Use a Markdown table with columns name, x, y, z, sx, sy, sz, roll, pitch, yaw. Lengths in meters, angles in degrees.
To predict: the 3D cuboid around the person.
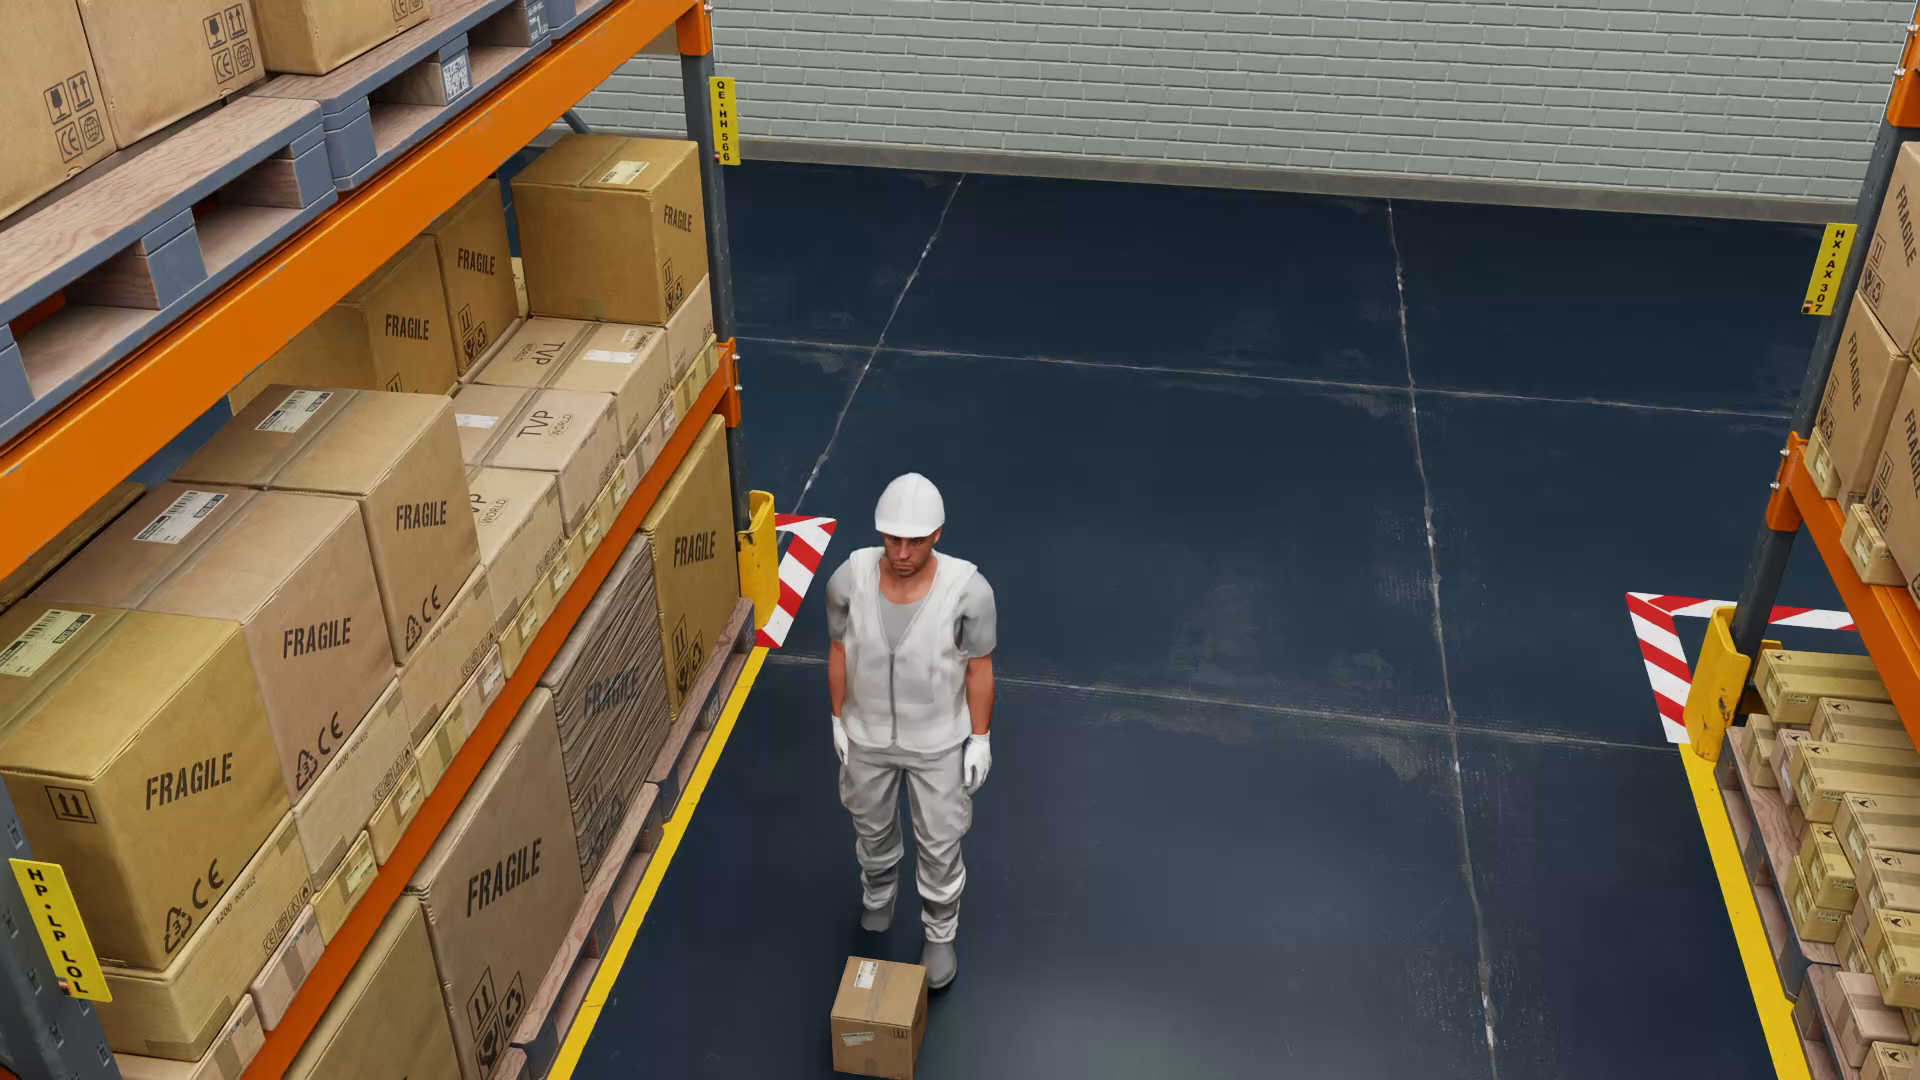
| name | x | y | z | sx | sy | sz | roll | pitch | yaw |
| --- | --- | --- | --- | --- | --- | --- | --- | --- | --- |
| person | -0.158 | 0.633 | 5.181 | 0.524 | 1.866 | 0.448 | 6 | 33 | 9 |
